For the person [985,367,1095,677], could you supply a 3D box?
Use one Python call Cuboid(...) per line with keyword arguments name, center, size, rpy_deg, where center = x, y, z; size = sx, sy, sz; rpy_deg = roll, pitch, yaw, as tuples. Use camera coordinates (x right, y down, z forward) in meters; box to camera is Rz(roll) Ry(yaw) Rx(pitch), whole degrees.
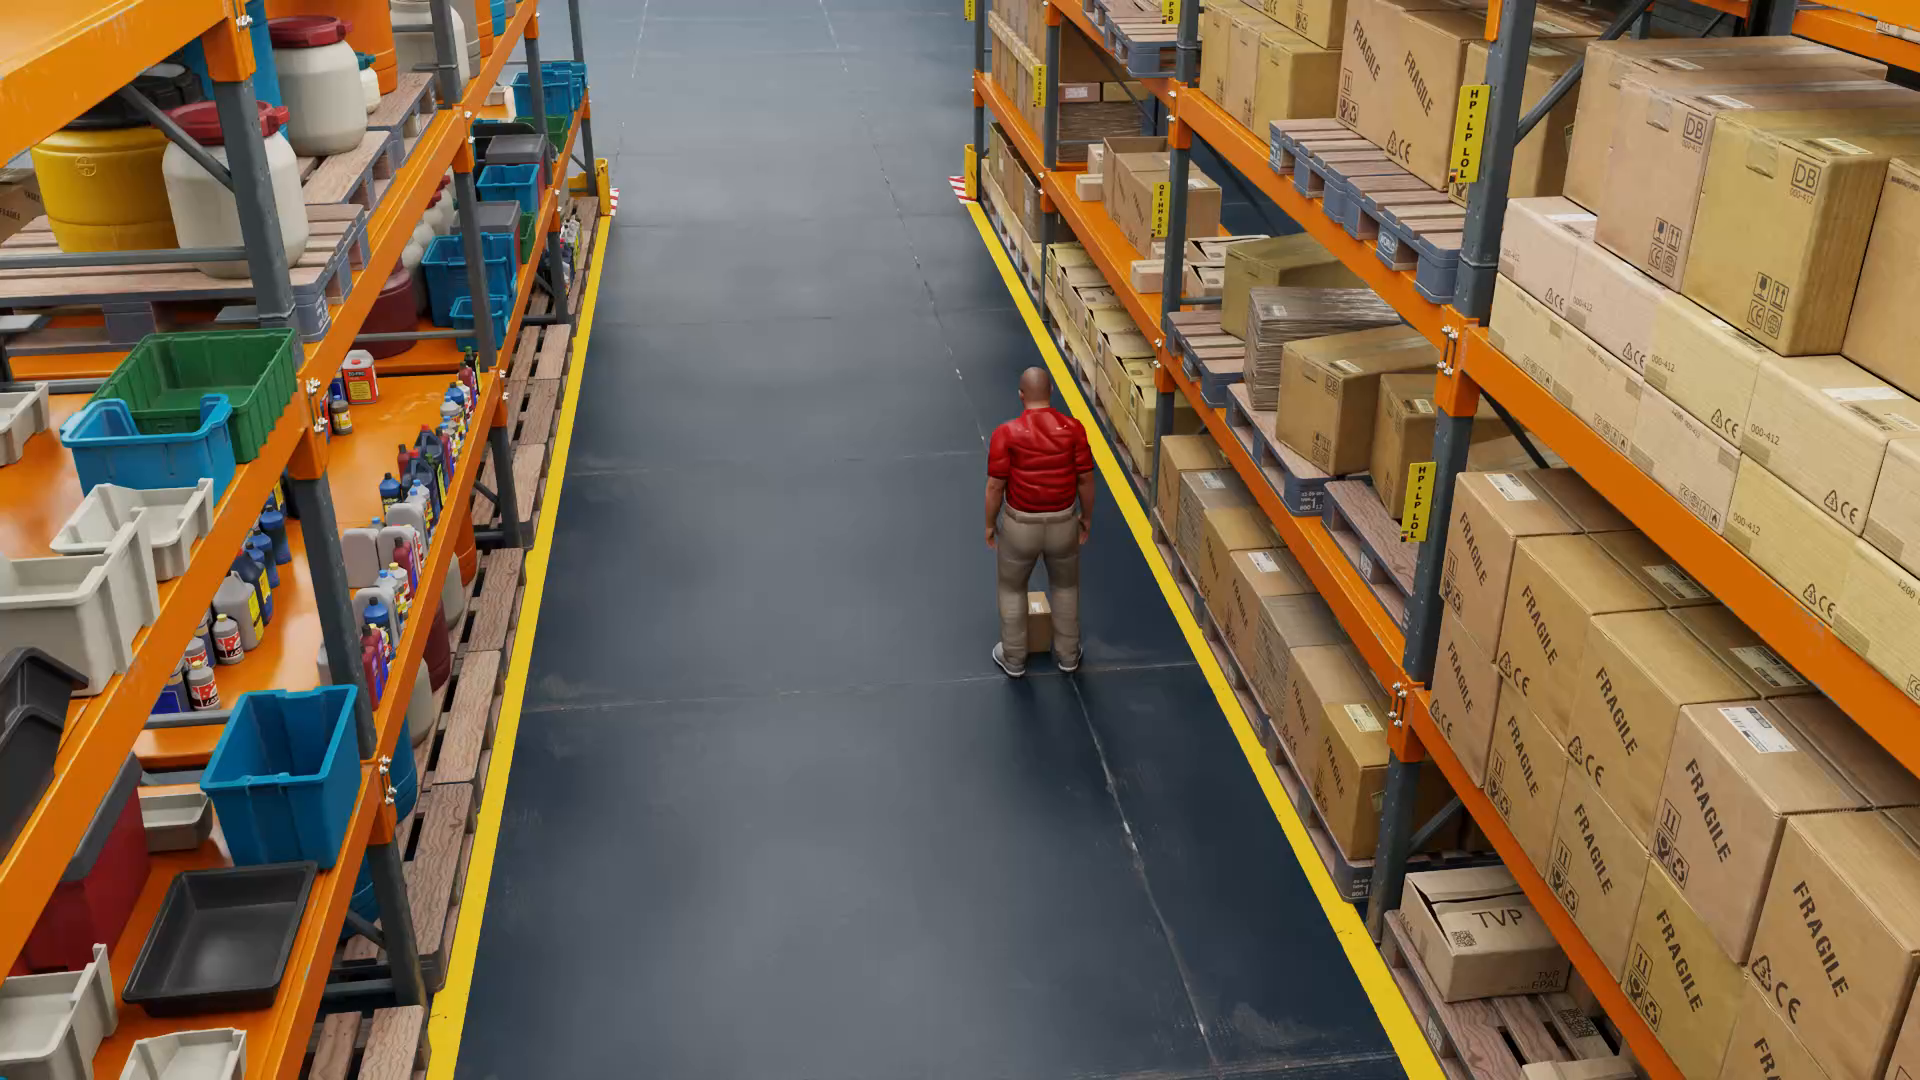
Cuboid(name="person", center=(0.414, -0.080, 8.790), size=(0.583, 1.726, 0.394), rpy_deg=(-4, 27, -7))
